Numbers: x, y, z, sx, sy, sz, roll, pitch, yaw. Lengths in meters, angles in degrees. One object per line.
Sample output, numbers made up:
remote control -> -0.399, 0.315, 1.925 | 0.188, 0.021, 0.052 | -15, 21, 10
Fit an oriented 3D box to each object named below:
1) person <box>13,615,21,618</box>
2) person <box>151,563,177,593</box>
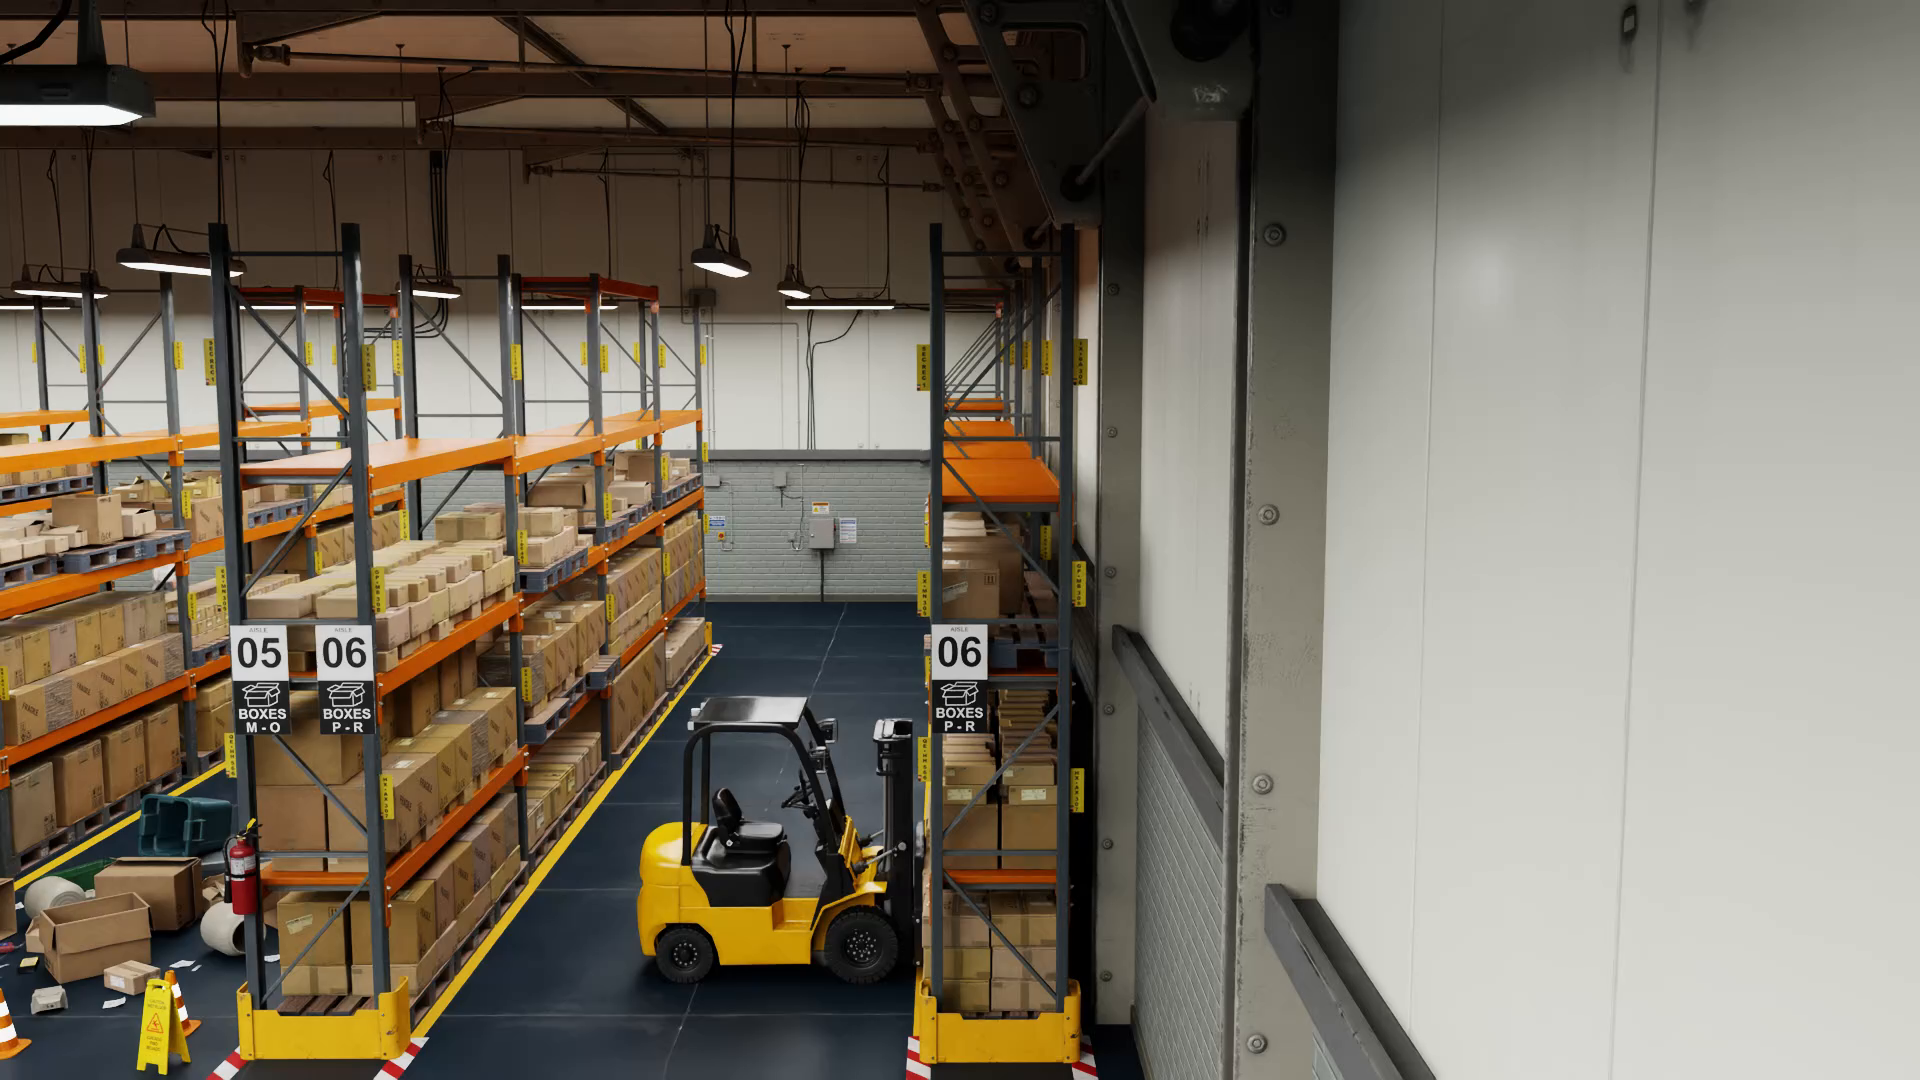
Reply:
person -> -11.719, 1.861, 20.984 | 0.596, 1.826, 0.658 | 7, 9, 44
person -> -14.624, 0.728, 30.629 | 0.602, 1.730, 1.021 | 3, 7, 27
